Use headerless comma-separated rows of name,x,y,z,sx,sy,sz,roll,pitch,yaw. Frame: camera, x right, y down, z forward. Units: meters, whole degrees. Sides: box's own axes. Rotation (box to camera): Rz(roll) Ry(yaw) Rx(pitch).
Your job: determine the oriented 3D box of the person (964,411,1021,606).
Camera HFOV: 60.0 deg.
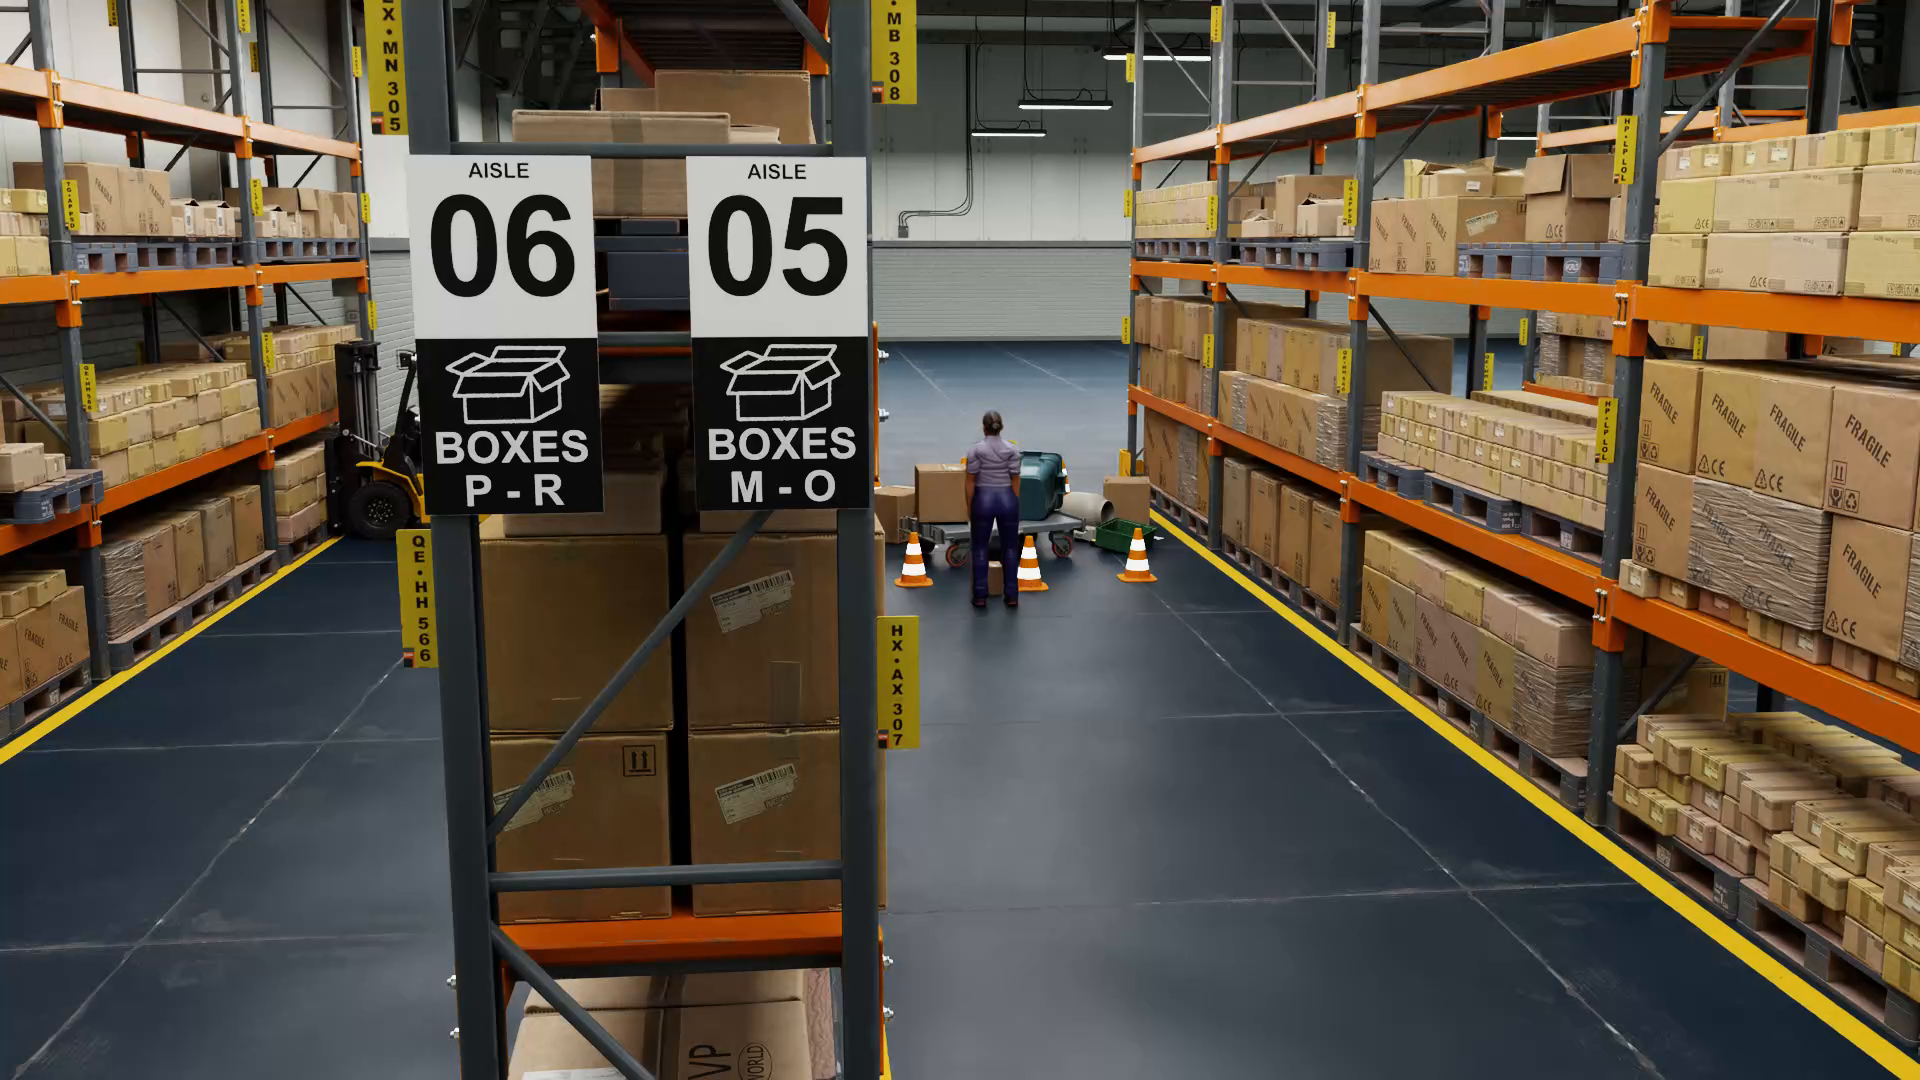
person,0.269,-0.256,13.948,0.470,1.631,0.342,-1,10,-5
